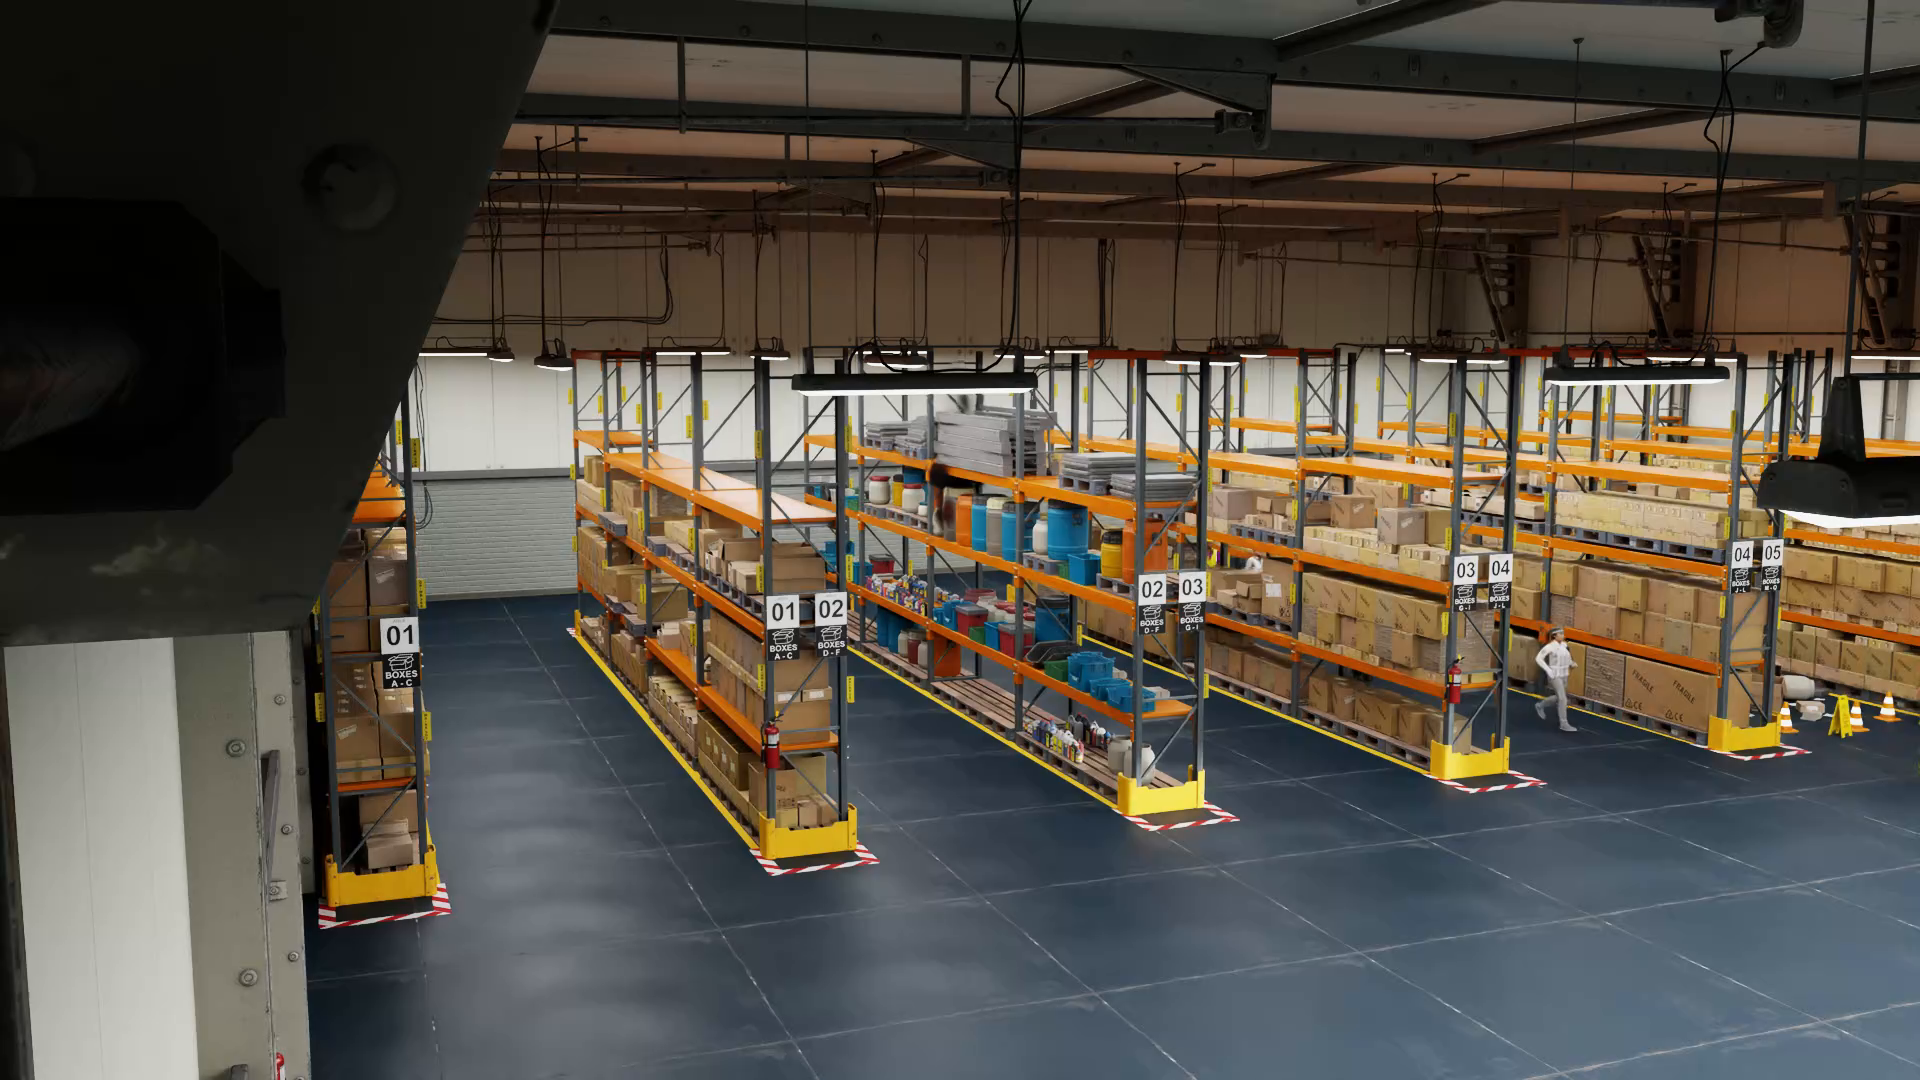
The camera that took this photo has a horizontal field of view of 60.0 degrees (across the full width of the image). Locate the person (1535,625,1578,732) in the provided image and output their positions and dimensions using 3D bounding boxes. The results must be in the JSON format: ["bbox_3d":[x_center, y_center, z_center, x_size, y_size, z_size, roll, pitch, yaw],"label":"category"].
[{"bbox_3d":[9.558,2.182,26.658,0.624,1.670,0.883,-4,8,-32],"label":"person"}]

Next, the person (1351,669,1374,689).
[{"bbox_3d":[7.331,1.758,29.872,0.690,1.846,0.857,-4,8,-27],"label":"person"}]

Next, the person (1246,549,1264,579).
[{"bbox_3d":[6.387,0.978,35.913,0.671,1.825,0.828,-4,8,-29],"label":"person"}]

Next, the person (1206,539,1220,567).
[{"bbox_3d":[5.563,0.819,37.265,0.666,1.815,0.766,-2,7,-18],"label":"person"}]
